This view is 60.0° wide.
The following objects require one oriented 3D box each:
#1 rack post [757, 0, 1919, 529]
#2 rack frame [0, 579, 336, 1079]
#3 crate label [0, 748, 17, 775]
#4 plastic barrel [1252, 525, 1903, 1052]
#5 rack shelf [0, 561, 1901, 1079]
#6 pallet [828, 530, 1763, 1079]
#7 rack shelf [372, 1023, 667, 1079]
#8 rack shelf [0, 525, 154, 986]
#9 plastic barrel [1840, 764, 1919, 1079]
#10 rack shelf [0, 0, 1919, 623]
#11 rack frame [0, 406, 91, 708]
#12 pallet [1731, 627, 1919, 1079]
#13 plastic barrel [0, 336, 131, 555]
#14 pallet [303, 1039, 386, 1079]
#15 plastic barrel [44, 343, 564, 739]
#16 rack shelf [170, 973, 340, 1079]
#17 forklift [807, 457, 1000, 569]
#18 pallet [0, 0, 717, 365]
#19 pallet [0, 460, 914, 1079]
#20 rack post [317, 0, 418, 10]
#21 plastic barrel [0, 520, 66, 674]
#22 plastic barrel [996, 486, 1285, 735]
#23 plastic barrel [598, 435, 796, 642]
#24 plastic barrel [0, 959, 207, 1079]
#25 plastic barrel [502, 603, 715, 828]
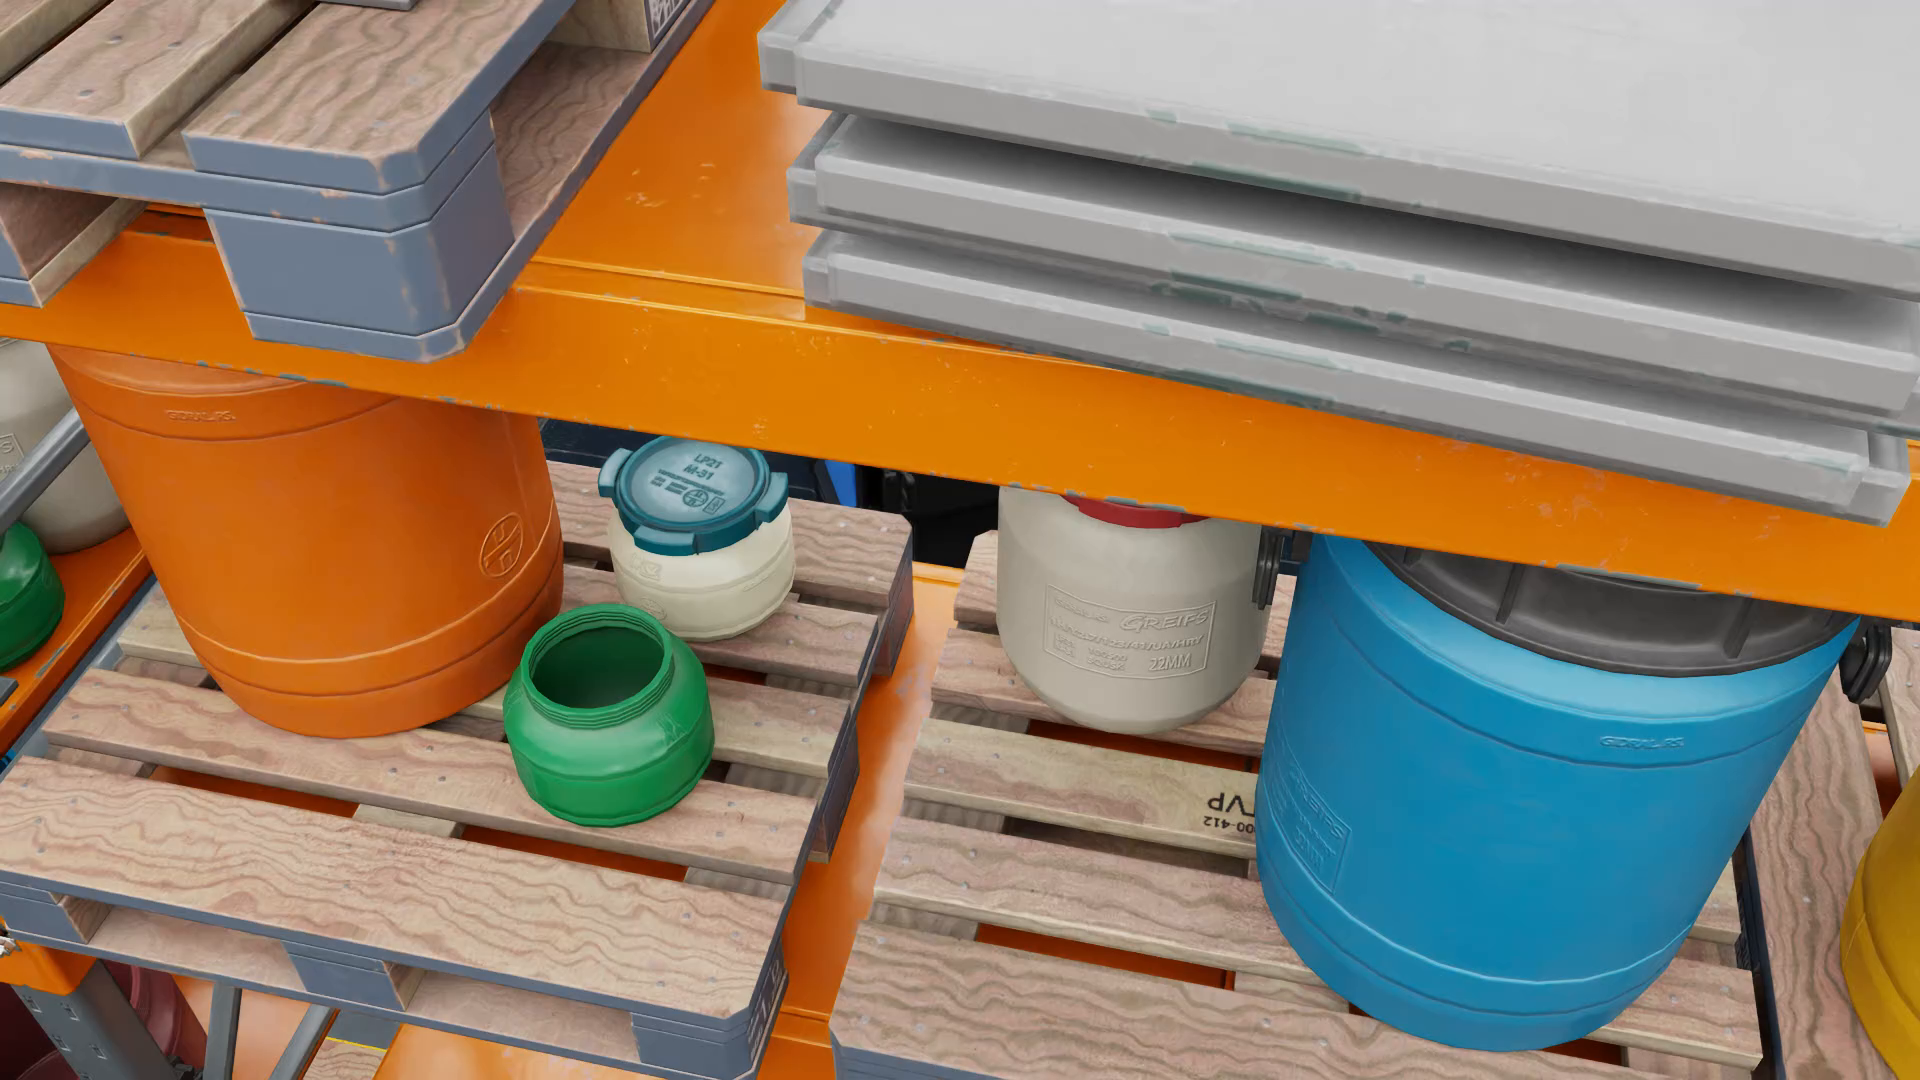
[{"bbox_3d":[0.404,-0.483,1.583,0.954,0.300,0.937,13,45,13],"label":"rack post"},{"bbox_3d":[-1.496,1.113,3.890,0.127,3.000,1.000,9,45,9],"label":"rack frame"},{"bbox_3d":[-2.407,0.767,4.225,0.616,0.435,0.502,9,45,9],"label":"crate label"},{"bbox_3d":[0.708,0.151,2.062,0.708,0.901,0.600,9,45,9],"label":"plastic barrel"},{"bbox_3d":[0.455,0.595,2.785,4.000,0.370,1.077,9,45,9],"label":"rack shelf"},{"bbox_3d":[0.513,0.484,2.517,1.213,0.211,1.003,9,45,9],"label":"pallet"},{"bbox_3d":[0.455,1.675,3.825,4.000,0.370,1.077,9,45,9],"label":"rack shelf"},{"bbox_3d":[-3.448,-0.011,3.414,4.000,0.370,1.077,9,45,9],"label":"rack shelf"},{"bbox_3d":[1.472,0.418,2.011,0.600,0.588,0.600,0,44,0],"label":"plastic barrel"},{"bbox_3d":[0.455,-0.342,1.884,4.000,0.370,1.077,9,45,9],"label":"rack shelf"},{"bbox_3d":[-1.496,-1.048,1.810,0.127,3.000,1.000,9,45,9],"label":"rack frame"},{"bbox_3d":[1.621,0.654,2.341,1.003,0.211,1.213,9,45,9],"label":"pallet"},{"bbox_3d":[-1.733,-0.262,3.076,0.421,0.512,0.421,0,44,0],"label":"plastic barrel"},{"bbox_3d":[-2.244,1.974,5.007,1.213,0.211,1.003,9,45,9],"label":"pallet"},{"bbox_3d":[-0.943,-0.186,2.464,0.708,0.830,0.600,9,45,9],"label":"plastic barrel"},{"bbox_3d":[-3.448,1.070,4.455,4.000,0.370,1.077,9,45,9],"label":"rack shelf"},{"bbox_3d":[0.216,-0.584,5.704,1.130,2.935,3.031,-12,45,-12],"label":"forklift"},{"bbox_3d":[-0.799,-0.706,1.879,1.003,0.211,1.213,9,45,9],"label":"pallet"},{"bbox_3d":[-0.771,0.283,2.727,1.213,0.211,1.003,9,45,9],"label":"pallet"},{"bbox_3d":[-0.780,-0.939,1.751,0.937,0.300,0.954,9,45,9],"label":"rack post"},{"bbox_3d":[-1.749,0.086,2.907,0.294,0.245,0.294,0,44,0],"label":"plastic barrel"},{"bbox_3d":[0.267,-0.001,2.485,0.433,0.535,0.433,0,44,0],"label":"plastic barrel"},{"bbox_3d":[-0.418,-0.006,2.687,0.301,0.262,0.301,0,44,0],"label":"plastic barrel"},{"bbox_3d":[-2.015,1.199,3.703,0.708,0.536,0.600,9,45,9],"label":"plastic barrel"},{"bbox_3d":[-0.513,0.253,2.430,0.294,0.245,0.294,0,44,0],"label":"plastic barrel"}]
